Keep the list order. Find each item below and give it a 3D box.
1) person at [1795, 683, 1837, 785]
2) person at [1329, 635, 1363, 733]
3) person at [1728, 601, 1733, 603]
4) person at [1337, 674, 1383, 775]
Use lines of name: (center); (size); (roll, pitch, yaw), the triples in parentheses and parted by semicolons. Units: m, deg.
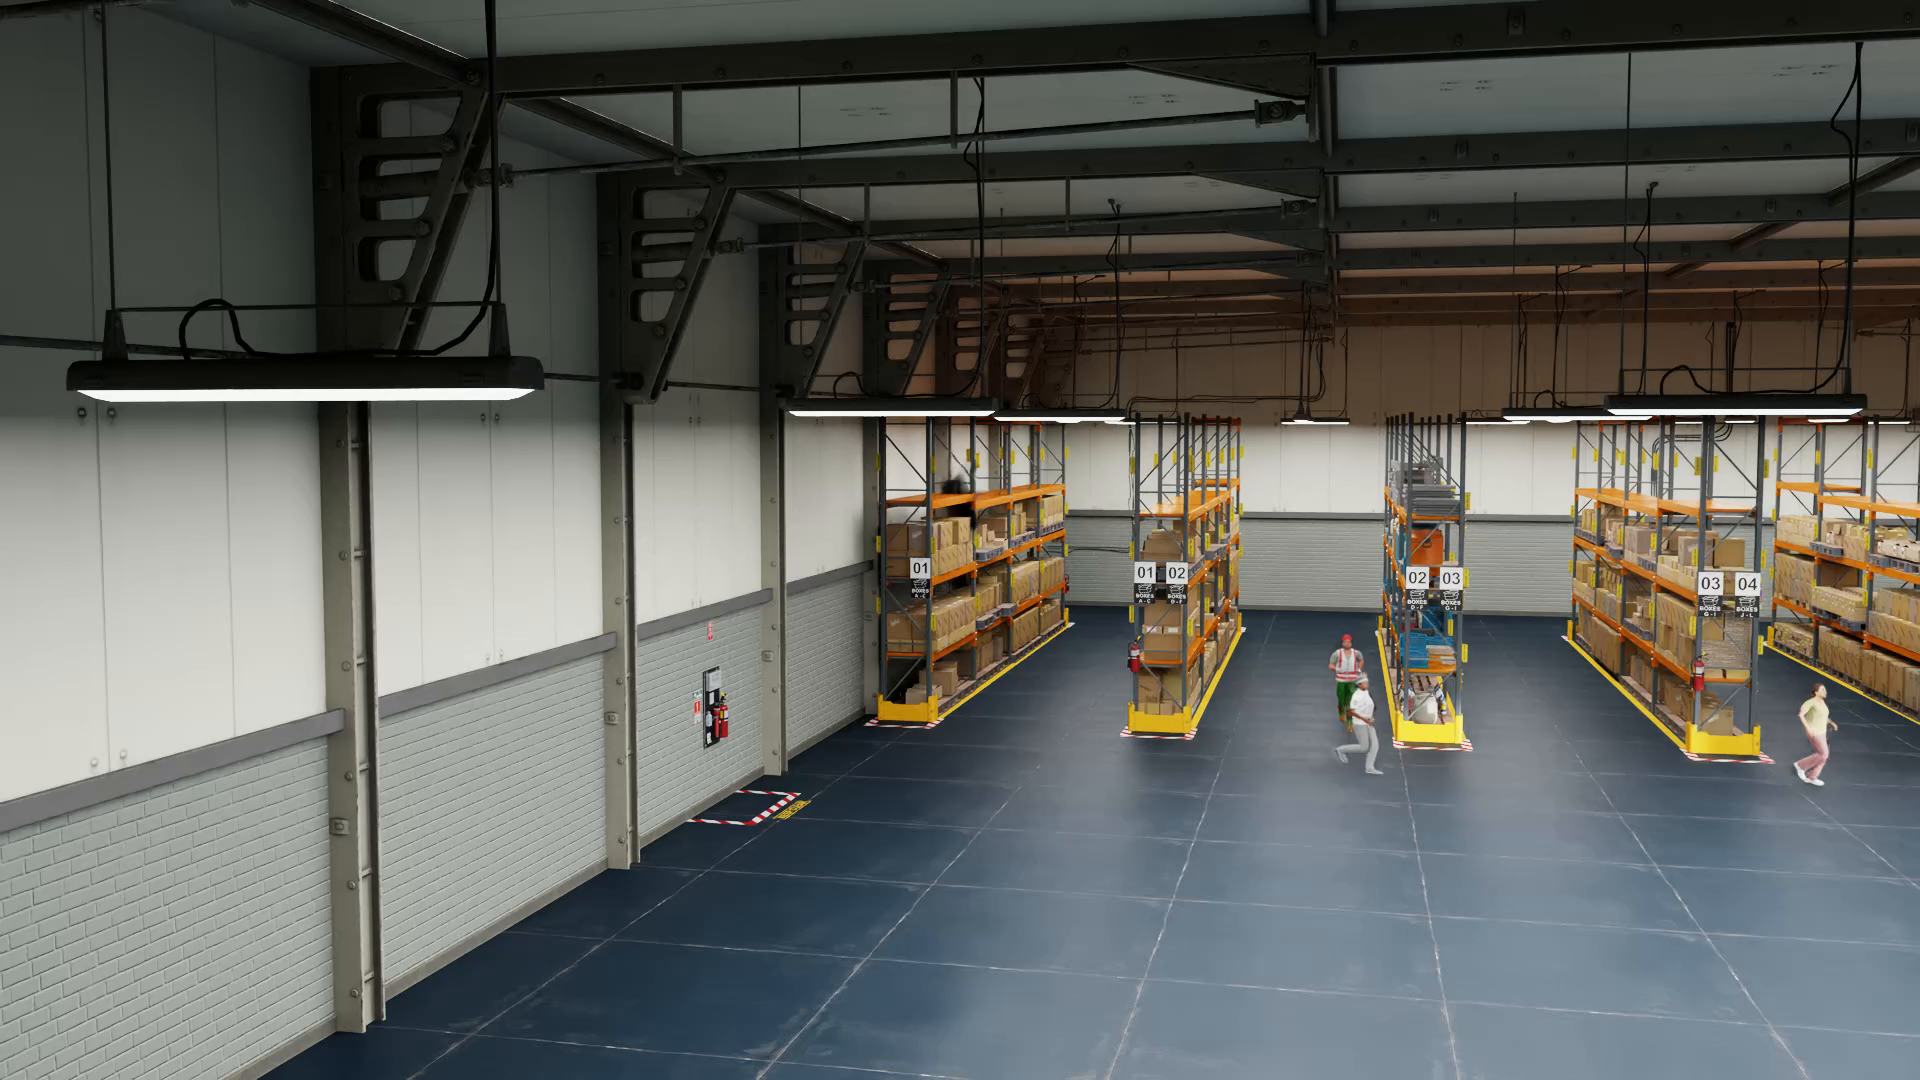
person: (13.741, 3.103, 26.691); (0.593, 1.638, 0.538); (-3, 5, -39)
person: (7.301, 2.679, 31.448); (0.637, 1.786, 0.987); (1, 4, 8)
person: (20.496, 1.860, 44.576); (0.915, 1.742, 0.791); (-2, 4, -29)
person: (6.666, 3.040, 27.544); (0.753, 1.655, 0.593); (3, 5, 37)
